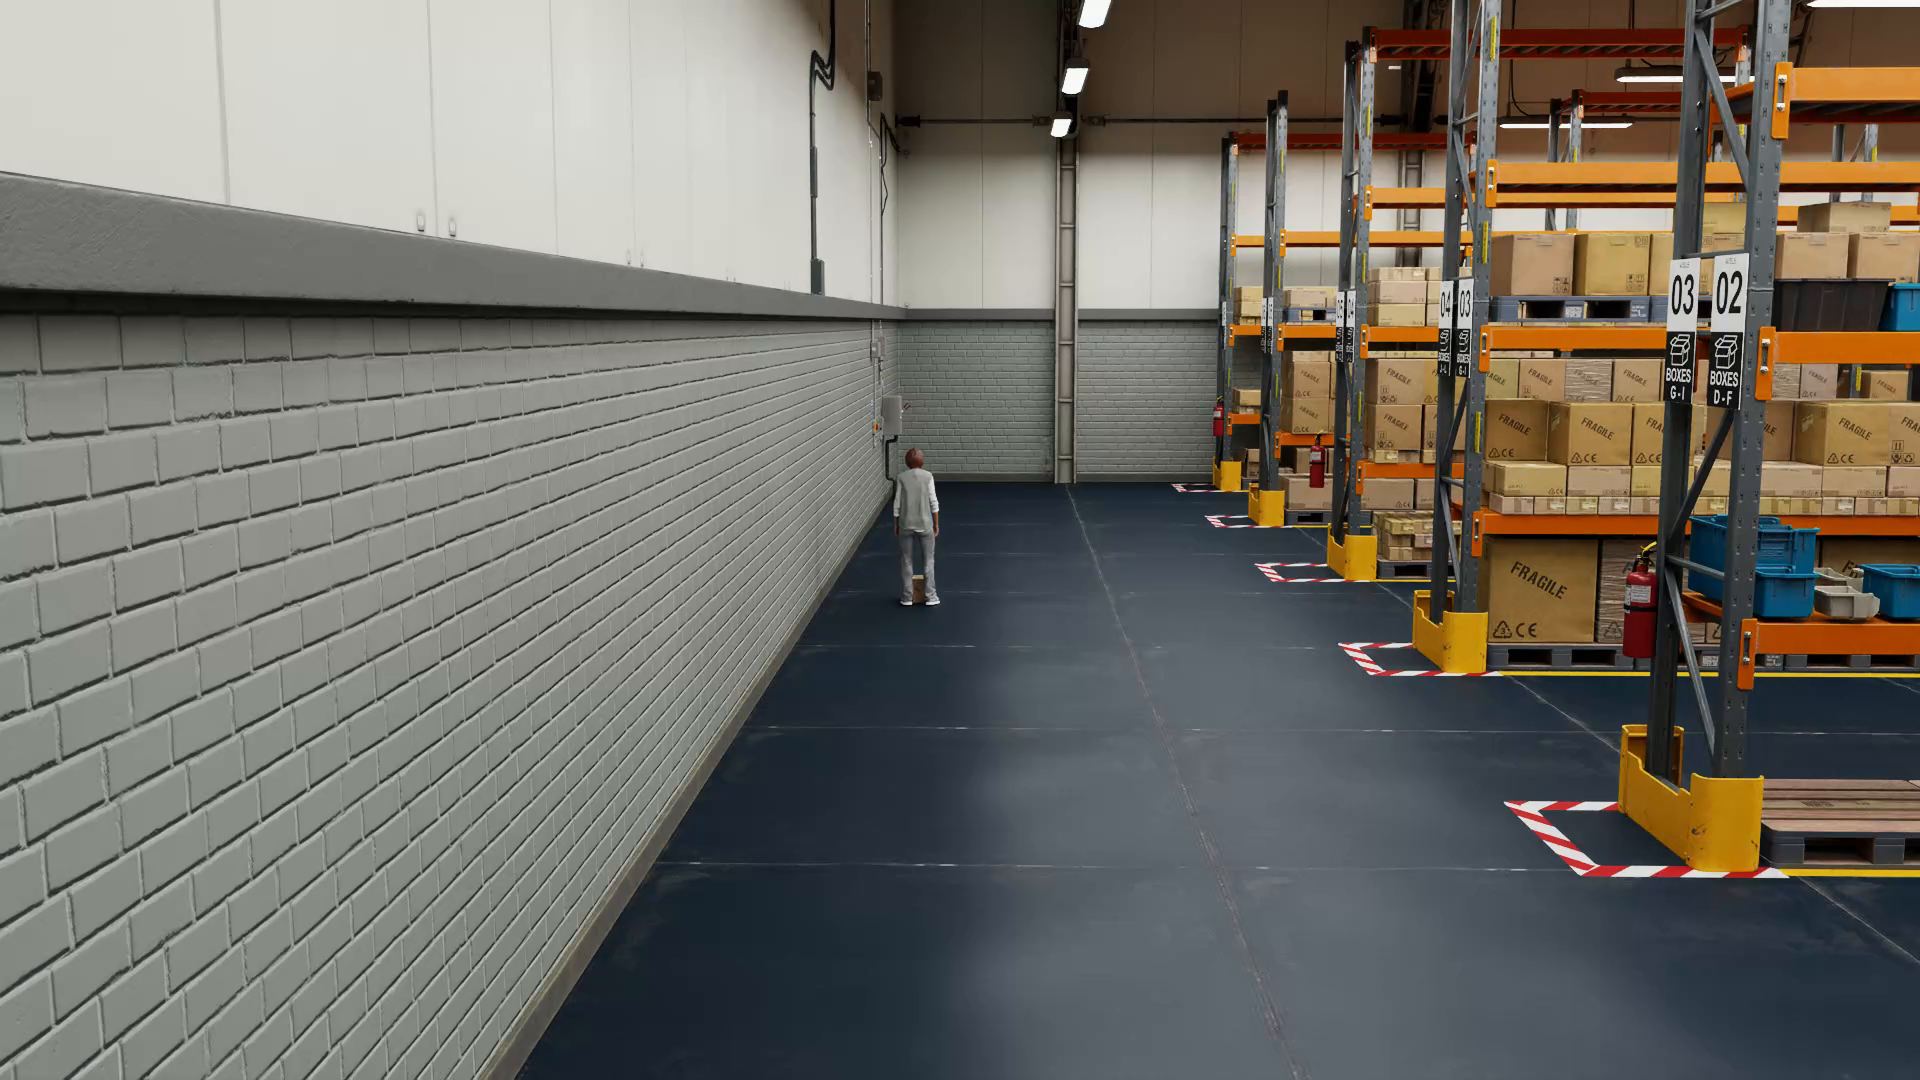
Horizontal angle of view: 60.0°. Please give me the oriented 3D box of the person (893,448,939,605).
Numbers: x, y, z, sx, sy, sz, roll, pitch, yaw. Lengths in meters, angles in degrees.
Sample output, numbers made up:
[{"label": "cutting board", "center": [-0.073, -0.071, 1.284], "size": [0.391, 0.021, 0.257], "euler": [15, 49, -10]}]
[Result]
[{"label": "person", "center": [-0.443, -0.129, 16.817], "size": [0.461, 1.591, 0.346], "euler": [0, 7, 1]}]
